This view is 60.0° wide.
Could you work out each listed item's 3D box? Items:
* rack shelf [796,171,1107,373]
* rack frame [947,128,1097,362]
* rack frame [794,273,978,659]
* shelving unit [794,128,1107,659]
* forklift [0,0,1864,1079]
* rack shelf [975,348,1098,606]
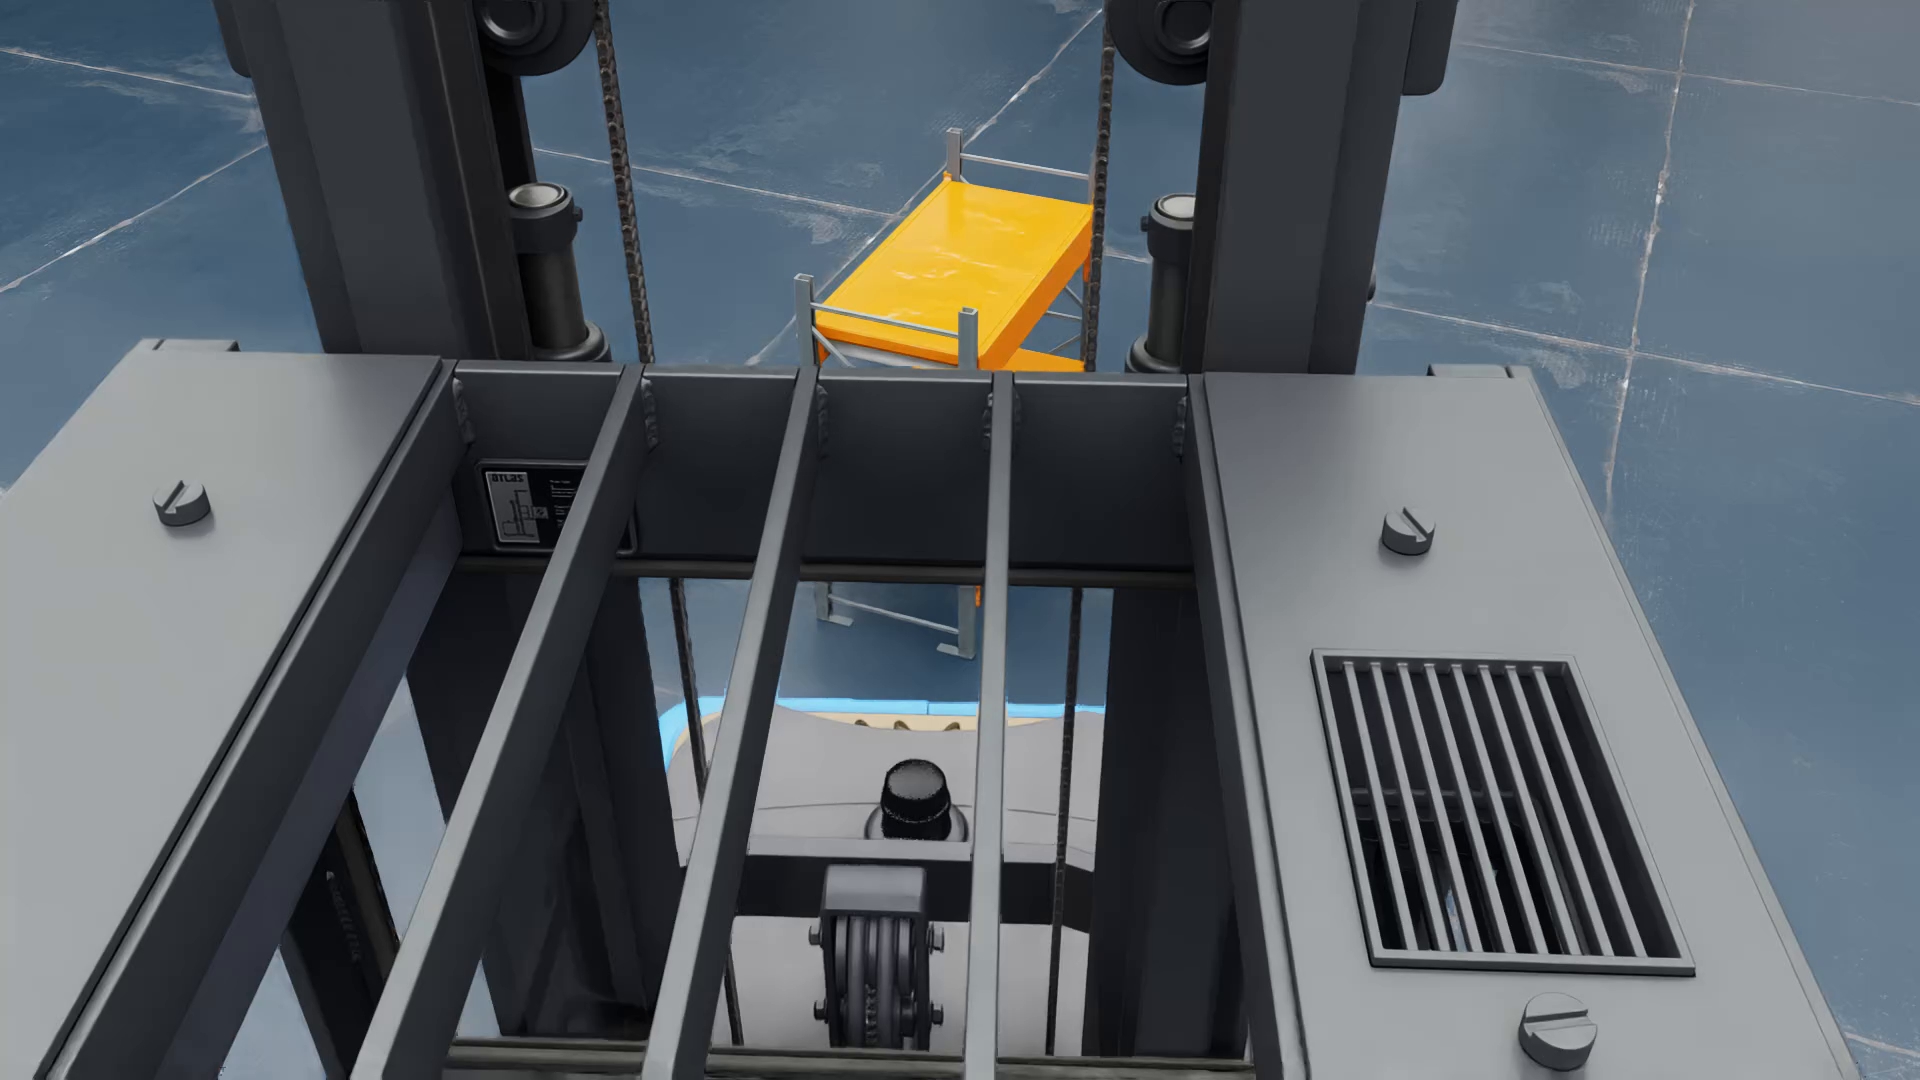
[{"bbox_3d":[0.003,-0.689,4.743,0.538,0.278,1.000,14,39,18],"label":"rack shelf"},{"bbox_3d":[0.196,-0.736,5.295,0.500,1.125,0.032,14,39,18],"label":"rack frame"},{"bbox_3d":[-0.191,-0.173,4.542,0.500,1.125,0.032,14,39,18],"label":"rack frame"},{"bbox_3d":[0.003,-0.454,4.918,0.538,1.125,1.048,14,39,18],"label":"shelving unit"},{"bbox_3d":[-0.115,0.859,1.653,1.130,2.935,3.031,1,37,2],"label":"forklift"},{"bbox_3d":[0.003,-0.258,5.065,0.538,0.278,1.000,14,39,18],"label":"rack shelf"}]
